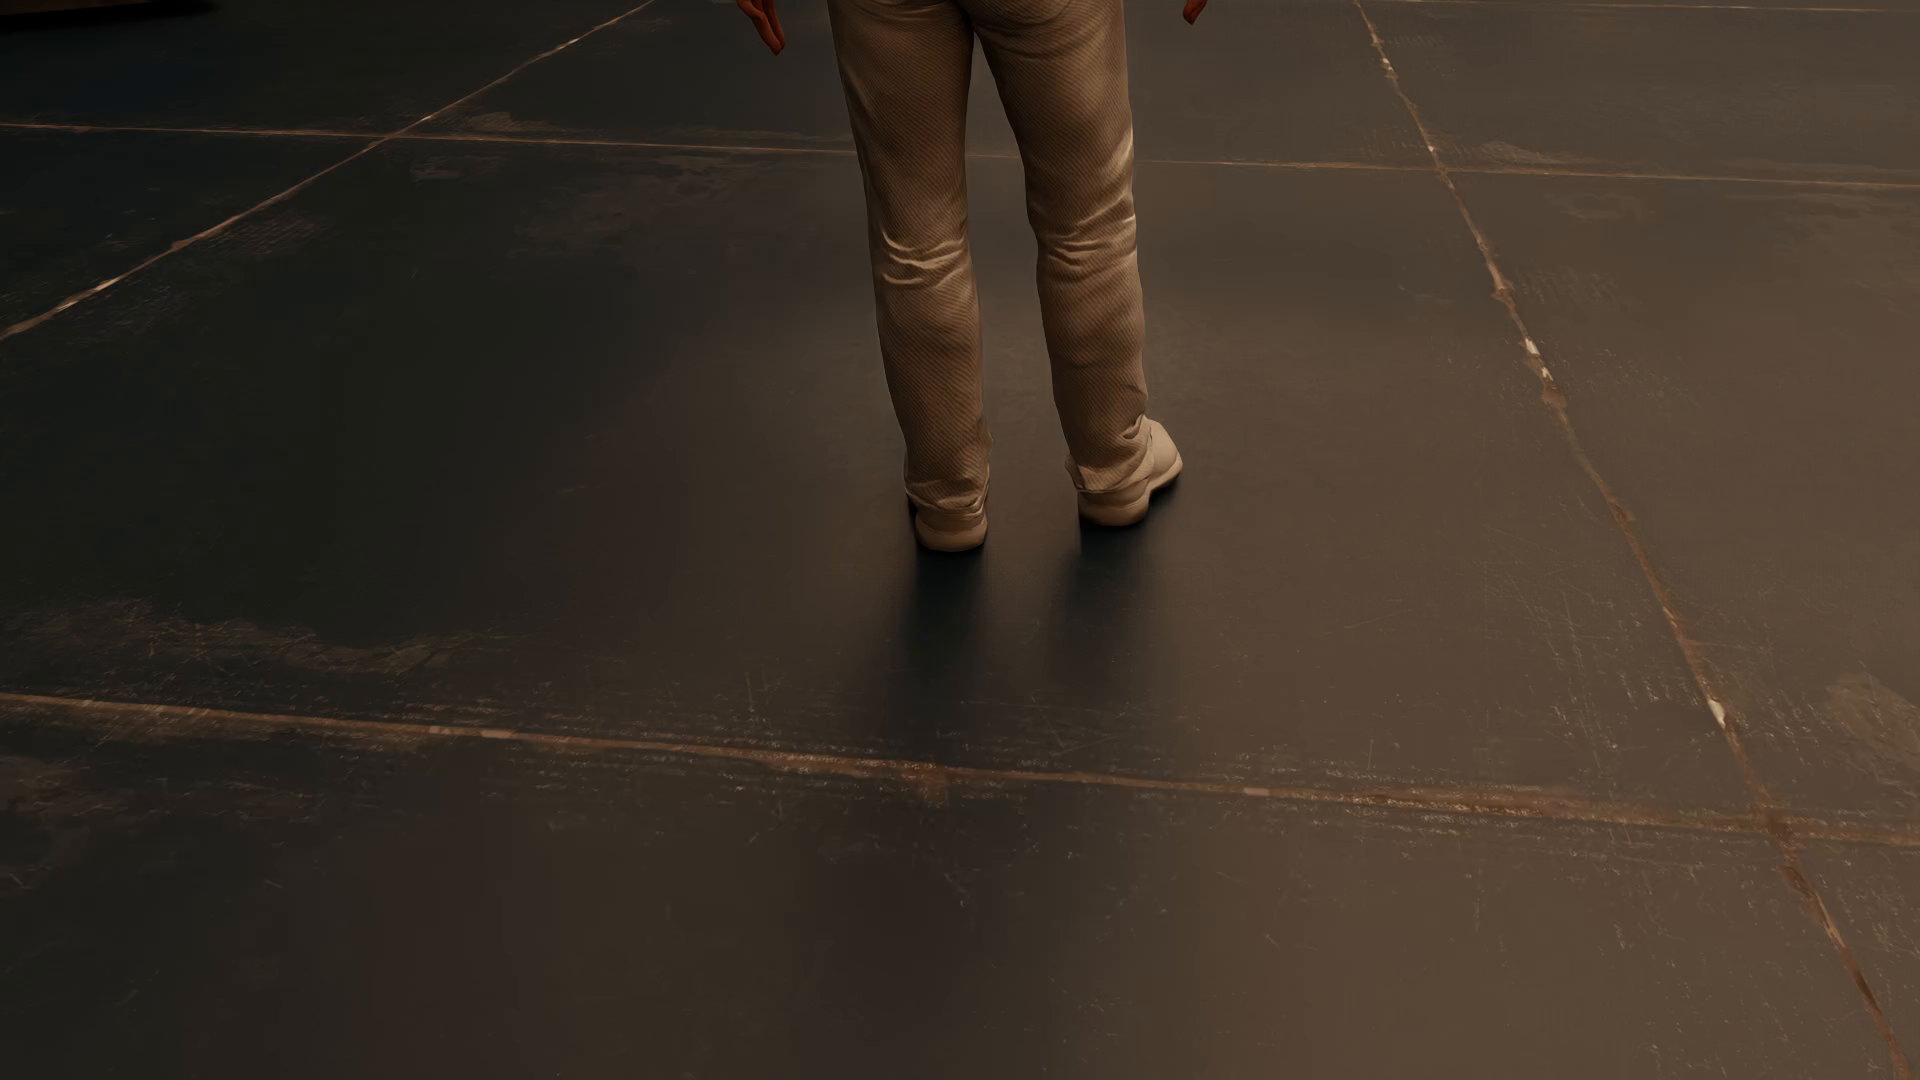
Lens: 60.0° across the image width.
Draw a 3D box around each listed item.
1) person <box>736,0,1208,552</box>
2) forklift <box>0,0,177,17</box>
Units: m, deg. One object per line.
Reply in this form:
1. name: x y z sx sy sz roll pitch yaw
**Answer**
1. person: 0.016 -0.827 2.163 0.665 1.765 0.577 3 27 7
2. forklift: -4.273 -3.887 7.008 1.130 2.935 3.031 -18 32 -32
